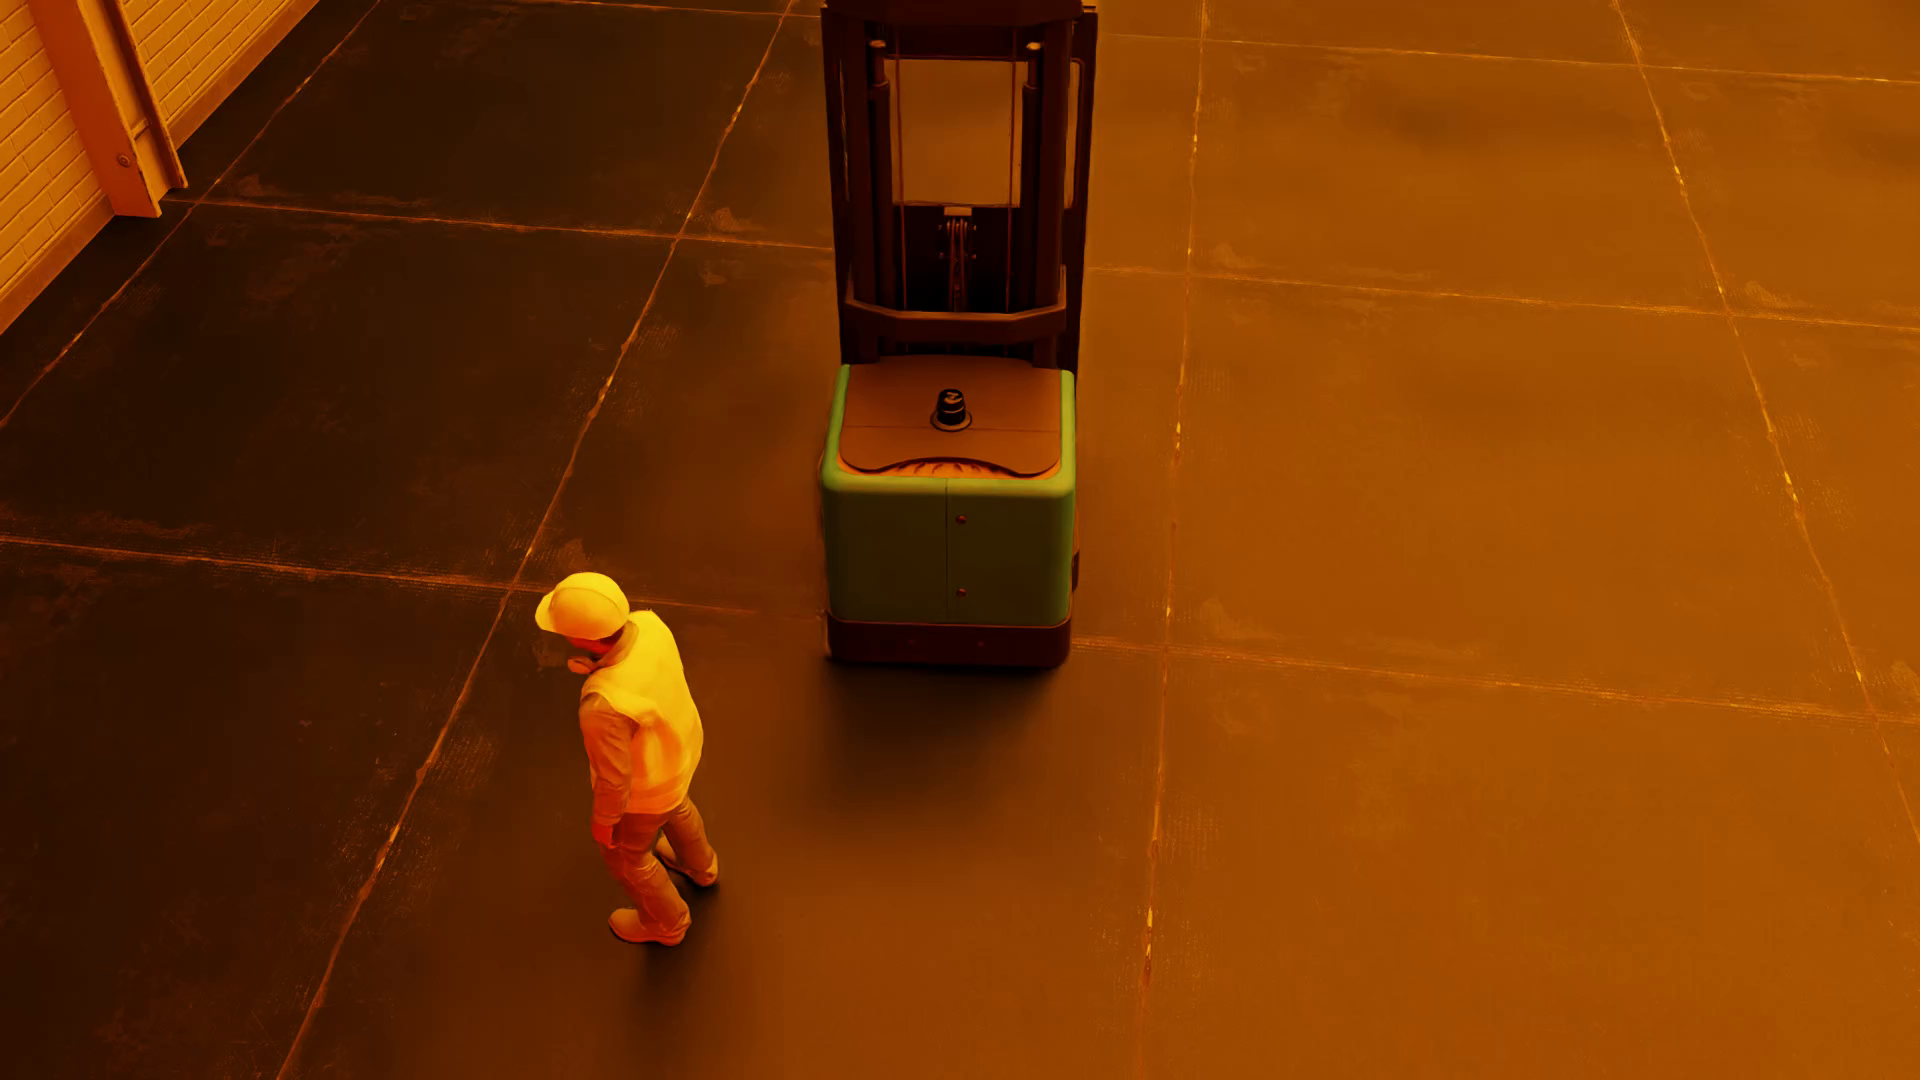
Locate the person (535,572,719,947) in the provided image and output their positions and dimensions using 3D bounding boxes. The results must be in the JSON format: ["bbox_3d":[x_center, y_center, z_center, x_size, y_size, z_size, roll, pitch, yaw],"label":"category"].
[{"bbox_3d":[-1.112,0.766,5.755,0.449,1.764,0.619,9,43,9],"label":"person"}]

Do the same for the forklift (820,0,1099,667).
[{"bbox_3d":[0.009,-1.512,7.371,1.130,2.935,3.031,2,43,2],"label":"forklift"}]
